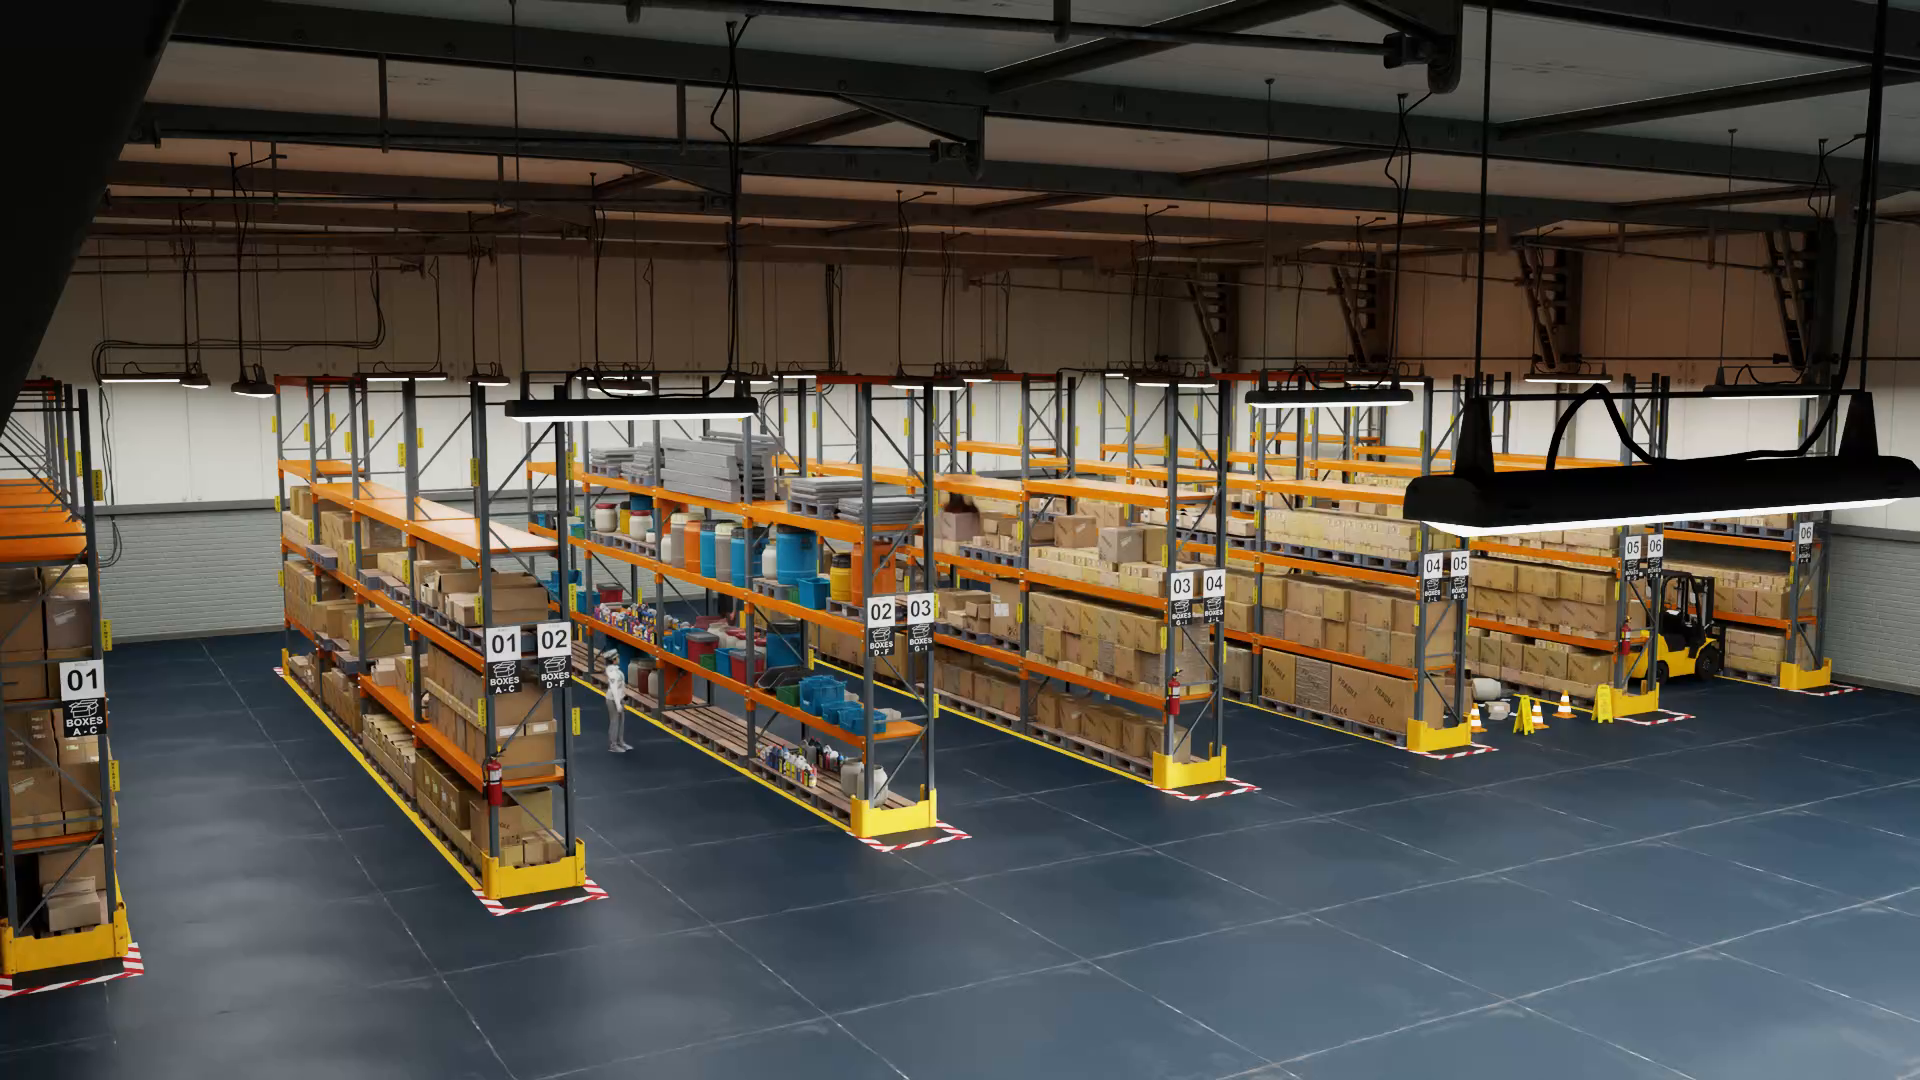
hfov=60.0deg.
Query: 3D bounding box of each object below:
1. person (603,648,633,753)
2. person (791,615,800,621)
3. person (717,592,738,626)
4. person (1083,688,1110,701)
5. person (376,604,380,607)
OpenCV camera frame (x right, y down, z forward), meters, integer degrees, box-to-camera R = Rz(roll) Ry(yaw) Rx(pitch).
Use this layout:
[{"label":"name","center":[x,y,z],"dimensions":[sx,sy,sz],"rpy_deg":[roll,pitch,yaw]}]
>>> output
[{"label":"person","center":[-5.523,2.581,26.753],"dimensions":[0.388,1.694,0.542],"rpy_deg":[1,6,5]},{"label":"person","center":[-3.221,1.862,33.156],"dimensions":[0.348,1.672,0.554],"rpy_deg":[-3,7,-23]},{"label":"person","center":[-5.042,1.634,35.721],"dimensions":[0.573,1.646,0.422],"rpy_deg":[4,7,31]},{"label":"person","center":[2.448,1.947,29.505],"dimensions":[0.625,1.777,0.436],"rpy_deg":[6,8,42]},{"label":"person","center":[-12.082,1.703,34.739],"dimensions":[0.497,1.646,0.514],"rpy_deg":[3,7,24]}]
